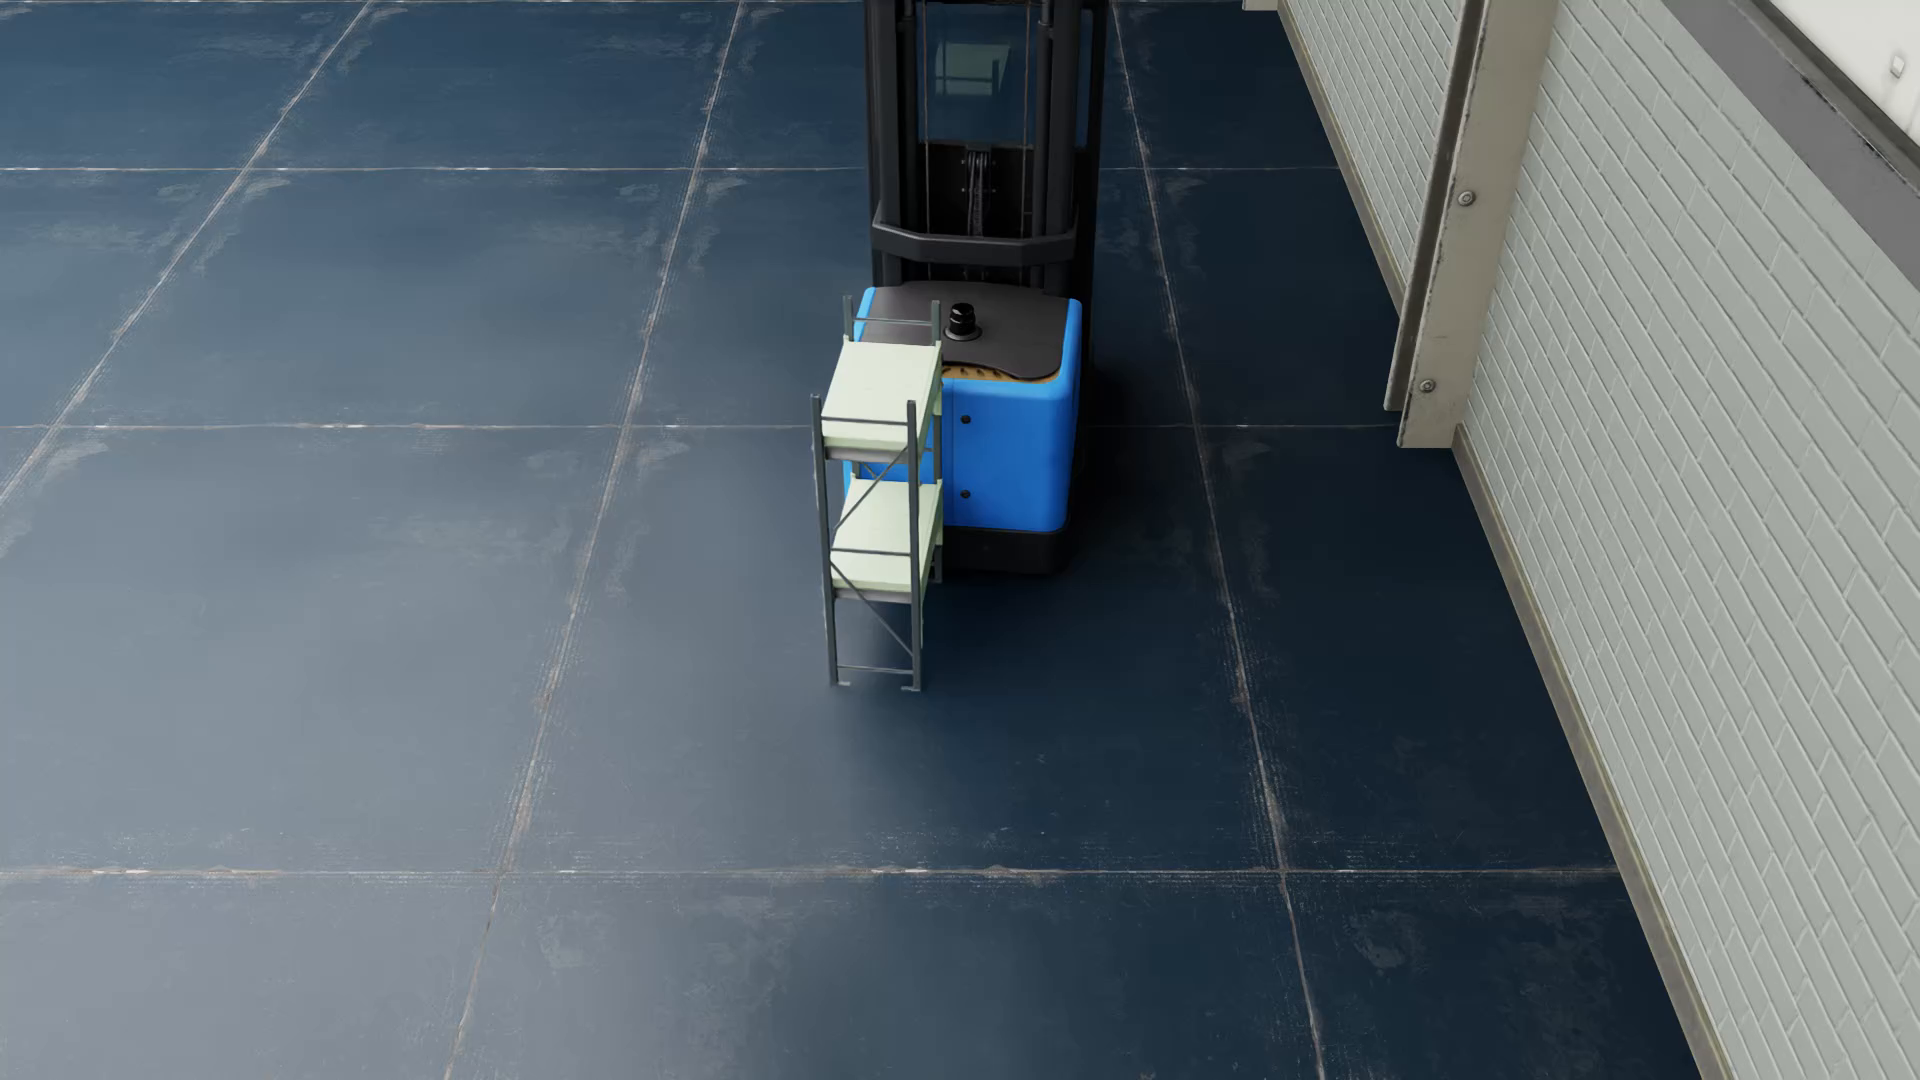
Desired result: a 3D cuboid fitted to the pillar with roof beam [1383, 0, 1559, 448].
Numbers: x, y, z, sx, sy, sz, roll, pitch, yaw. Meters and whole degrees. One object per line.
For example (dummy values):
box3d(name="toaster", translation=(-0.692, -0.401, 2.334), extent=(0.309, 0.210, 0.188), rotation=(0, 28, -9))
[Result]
box3d(name="pillar with roof beam", translation=(-1.885, -4.109, 5.928), extent=(9.100, 9.000, 0.400), rotation=(0, 39, 0))

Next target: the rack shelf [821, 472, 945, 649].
box3d(name="rack shelf", translation=(-0.323, 0.079, 7.219), extent=(0.431, 0.370, 0.720), rotation=(4, 39, 5))

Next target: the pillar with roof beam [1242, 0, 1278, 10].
box3d(name="pillar with roof beam", translation=(-1.892, -7.862, 10.610), extent=(9.100, 9.000, 0.400), rotation=(0, 39, 0))

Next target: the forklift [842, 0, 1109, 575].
box3d(name="forklift", translation=(0.140, -1.898, 8.020), extent=(1.130, 2.935, 3.031), rotation=(4, 39, 5))

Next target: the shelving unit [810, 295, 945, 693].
box3d(name="shelving unit", translation=(-0.323, -0.175, 7.015), extent=(0.431, 1.500, 0.755), rotation=(4, 39, 5))

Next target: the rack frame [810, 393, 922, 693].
box3d(name="rack frame", translation=(-0.365, 0.052, 6.731), extent=(0.400, 1.500, 0.023), rotation=(4, 39, 5))

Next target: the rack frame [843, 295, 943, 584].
box3d(name="rack frame", translation=(-0.281, -0.403, 7.299), extent=(0.400, 1.500, 0.023), rotation=(4, 39, 5))

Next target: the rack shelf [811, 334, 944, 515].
box3d(name="rack shelf", translation=(-0.323, -0.480, 6.771), extent=(0.431, 0.370, 0.720), rotation=(4, 39, 5))
